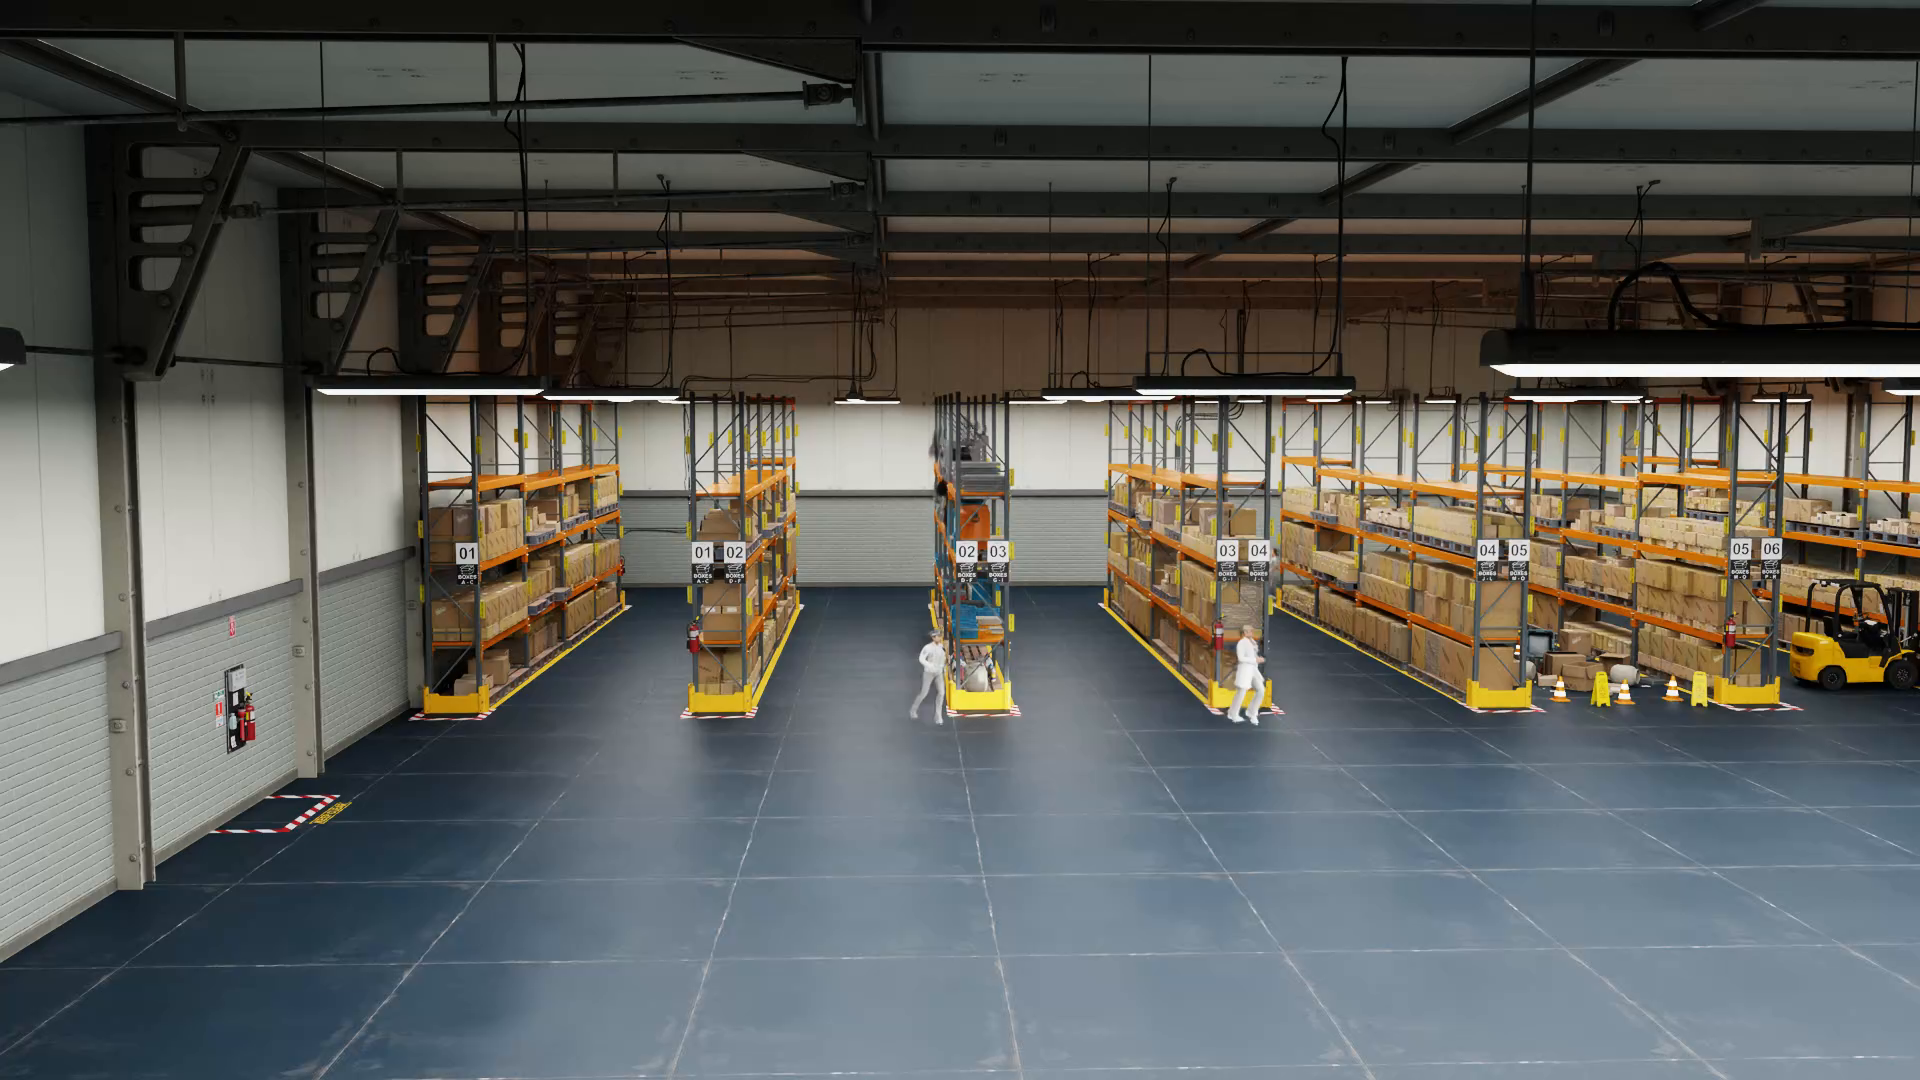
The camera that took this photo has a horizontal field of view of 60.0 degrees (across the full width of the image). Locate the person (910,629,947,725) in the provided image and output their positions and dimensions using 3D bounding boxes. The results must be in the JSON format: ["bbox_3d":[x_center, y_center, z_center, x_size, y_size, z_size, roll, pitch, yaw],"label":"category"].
[{"bbox_3d":[-0.470,2.462,30.324,0.678,1.705,0.828,-3,6,-35],"label":"person"}]

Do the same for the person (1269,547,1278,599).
[{"bbox_3d":[9.247,1.009,49.012,0.655,1.618,0.741,-1,5,-11],"label":"person"}]

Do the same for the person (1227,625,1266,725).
[{"bbox_3d":[5.208,2.440,30.014,0.775,1.828,0.705,5,6,44],"label":"person"}]

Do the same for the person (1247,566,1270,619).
[{"bbox_3d":[8.038,1.244,44.905,0.672,1.821,0.980,0,5,3],"label":"person"}]
